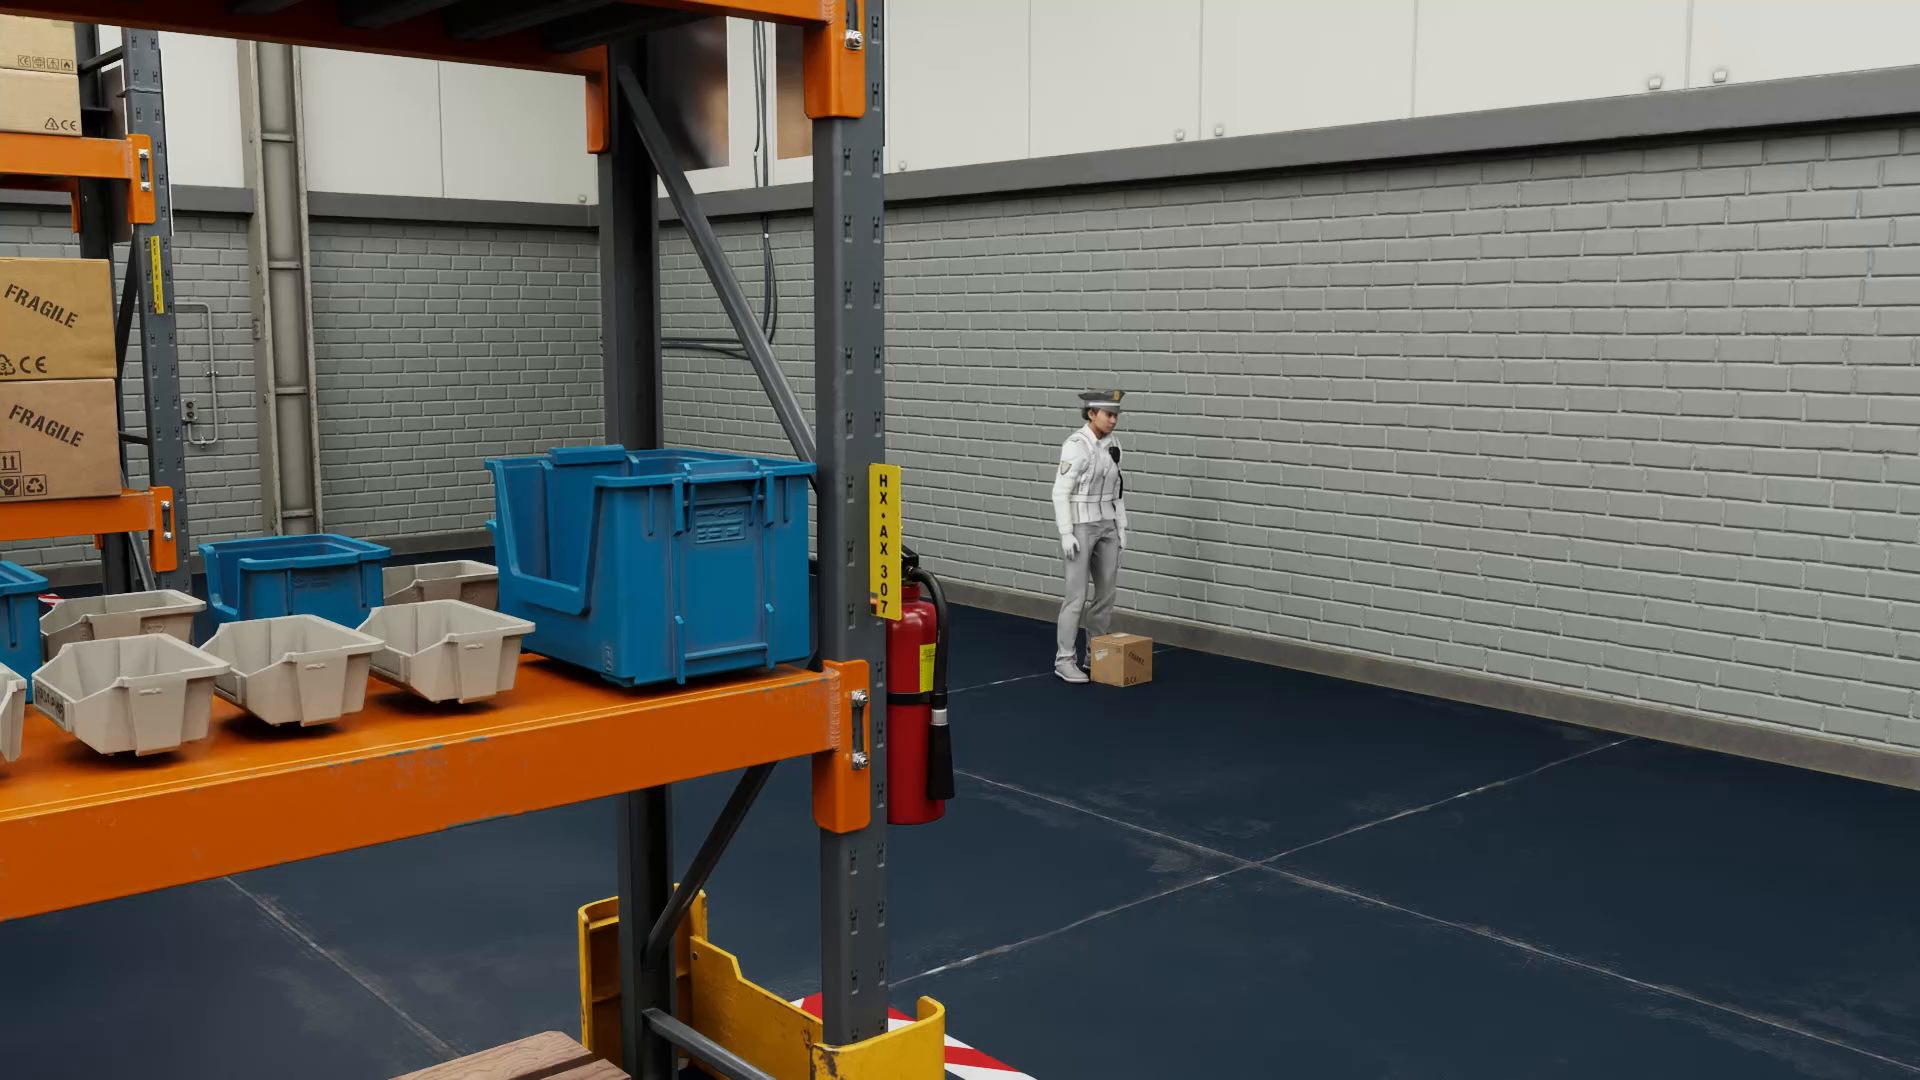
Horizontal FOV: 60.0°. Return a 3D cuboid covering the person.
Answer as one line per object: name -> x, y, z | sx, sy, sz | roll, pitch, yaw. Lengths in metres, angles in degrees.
person -> 0.758, -0.040, 9.578 | 0.528, 1.664, 0.374 | -7, 10, -41
